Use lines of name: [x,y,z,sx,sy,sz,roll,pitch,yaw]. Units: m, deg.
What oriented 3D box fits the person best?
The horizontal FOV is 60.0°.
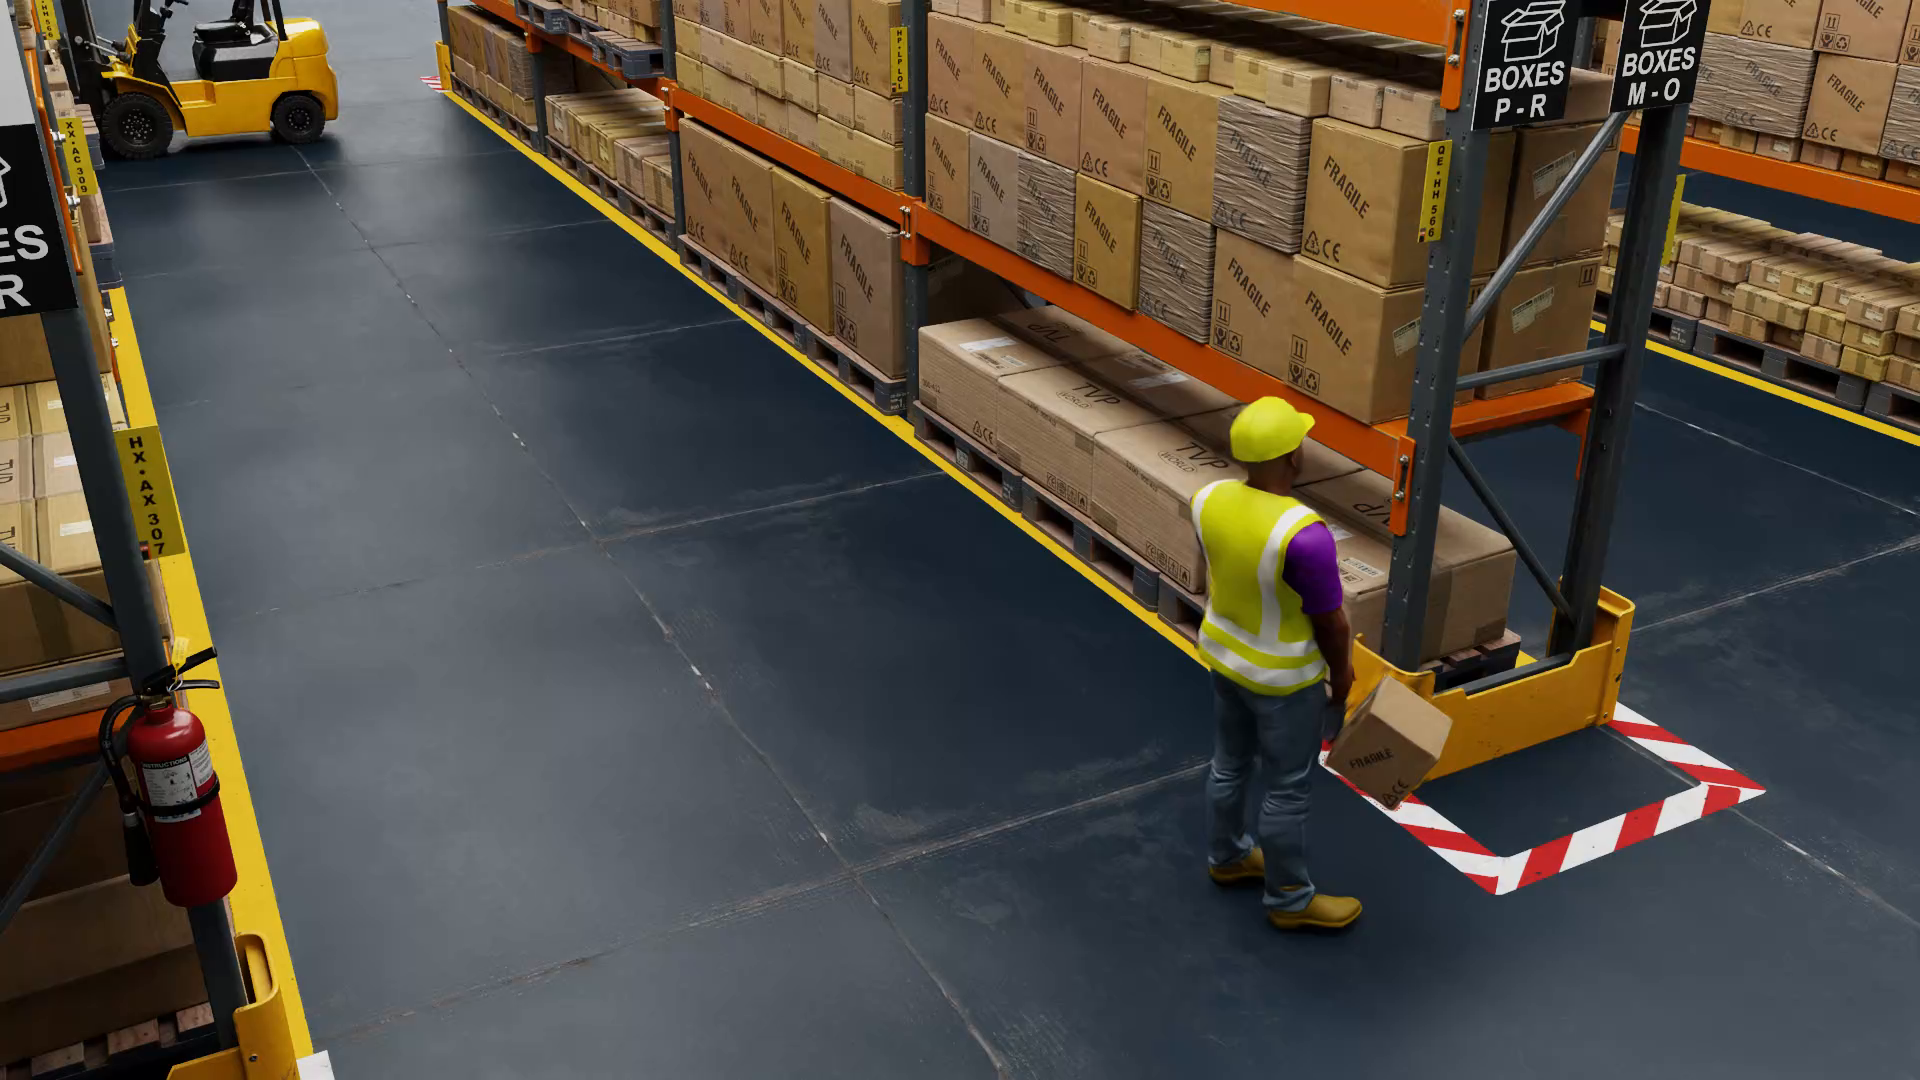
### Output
person: [1.010,0.387,5.226,0.476,1.777,0.605,-17,30,-32]
